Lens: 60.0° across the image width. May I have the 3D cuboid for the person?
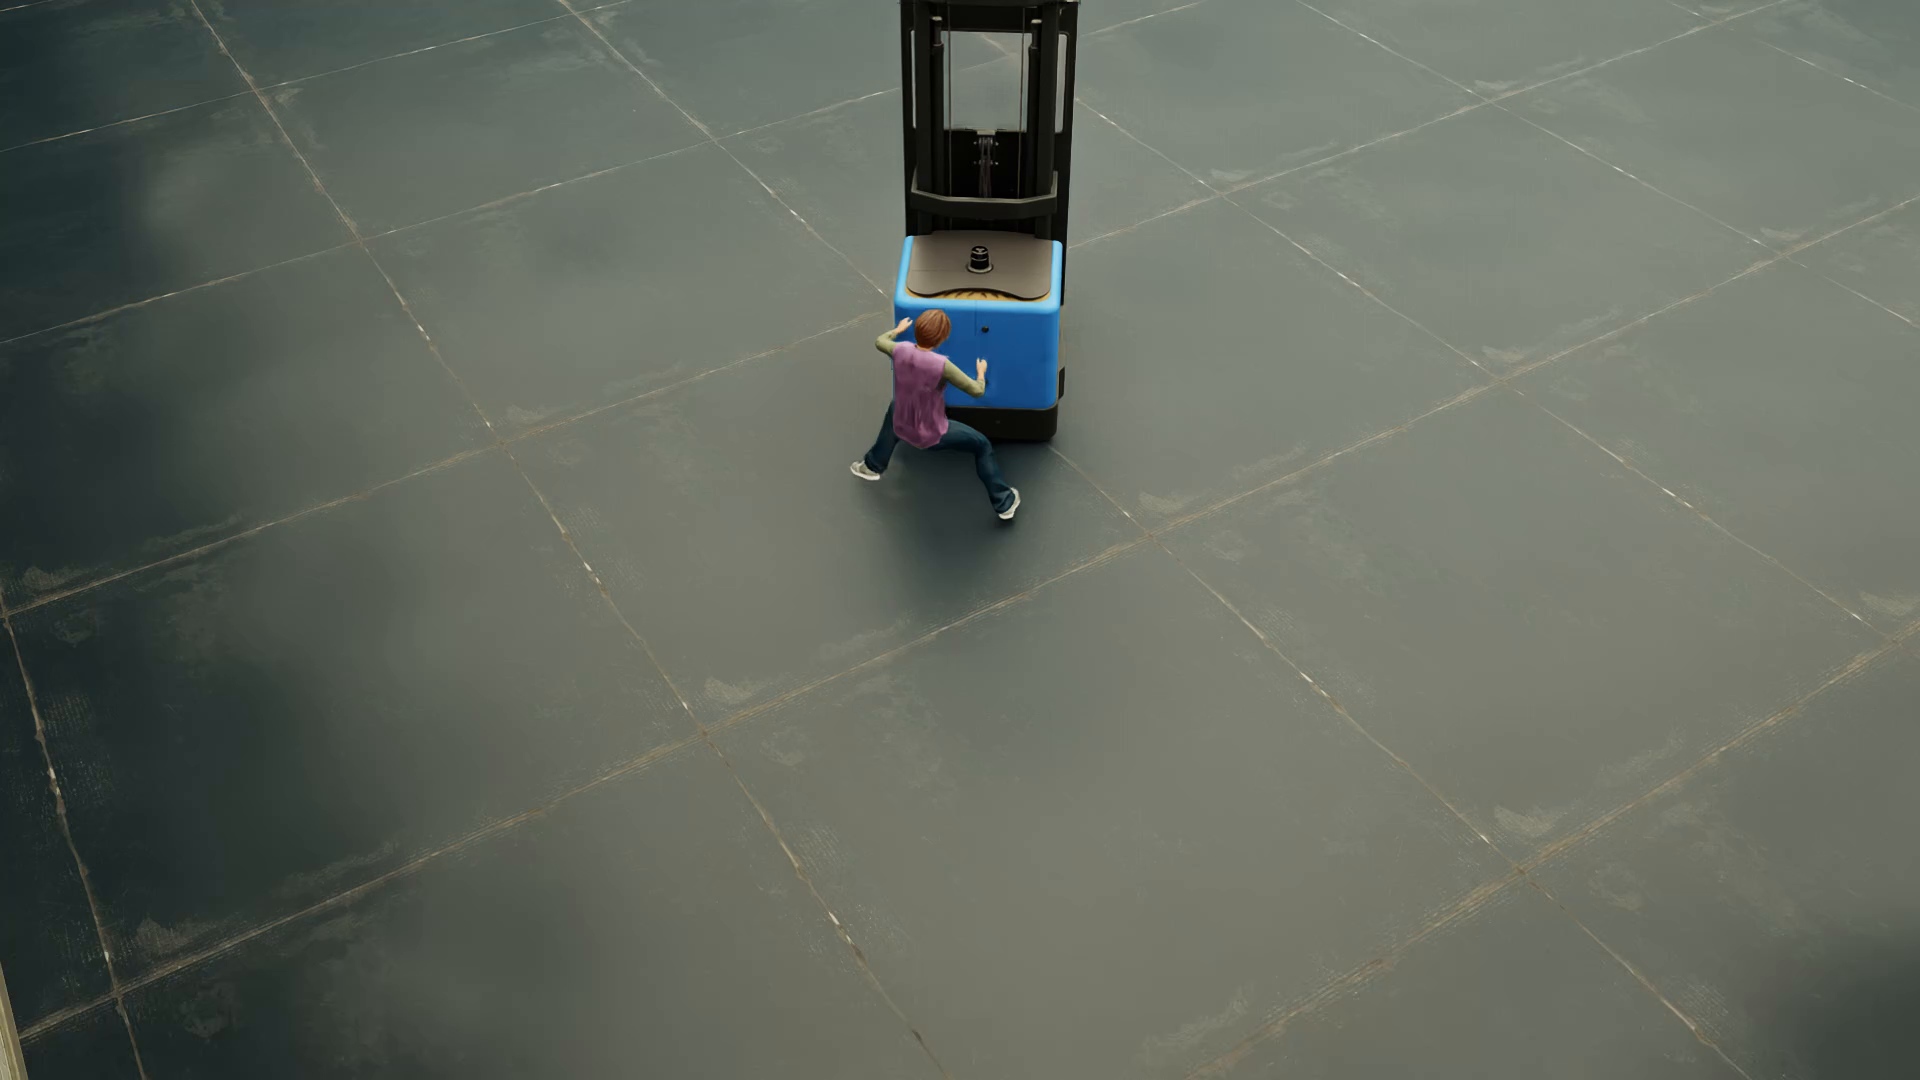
[{"bbox_3d":[-0.161,-0.822,9.929,1.083,1.379,0.600,26,47,27],"label":"person"}]

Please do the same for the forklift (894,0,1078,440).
[{"bbox_3d":[0.195,-2.706,10.968,1.130,2.935,3.031,2,41,3],"label":"forklift"}]
